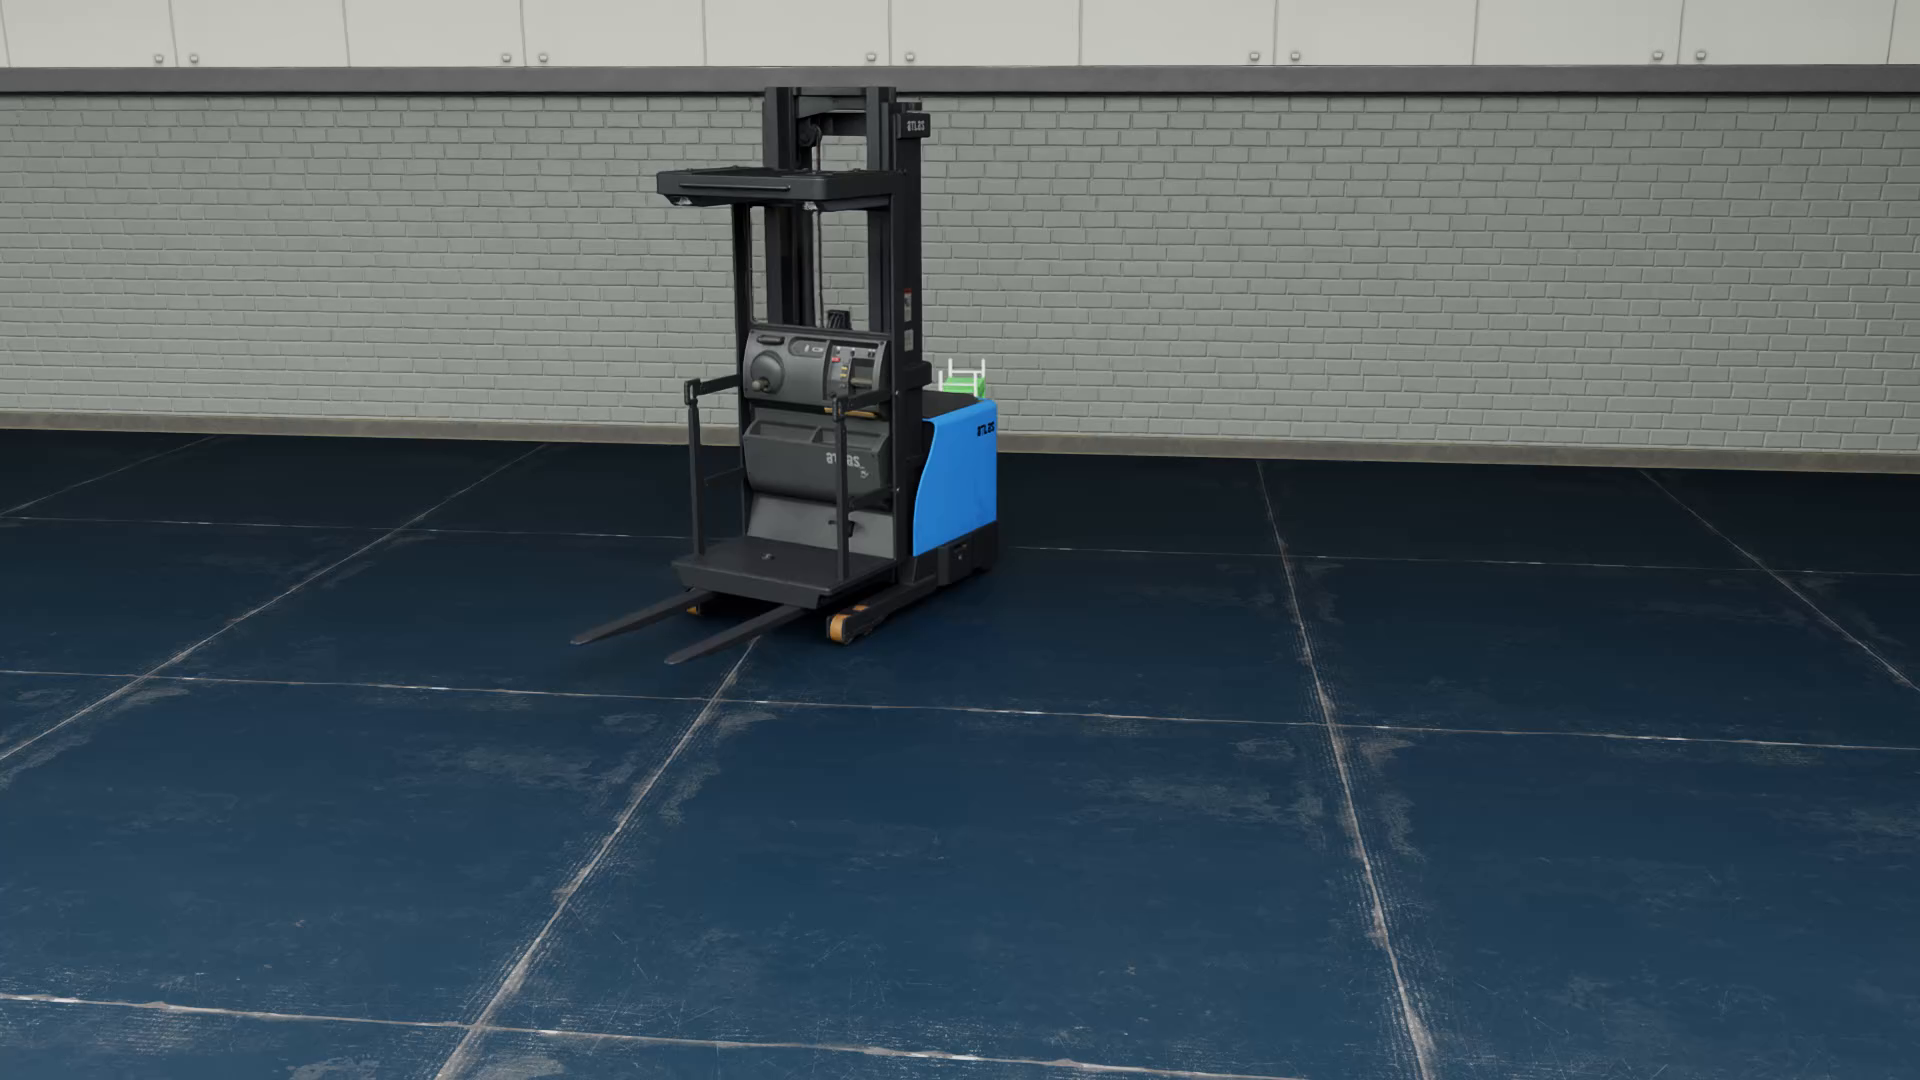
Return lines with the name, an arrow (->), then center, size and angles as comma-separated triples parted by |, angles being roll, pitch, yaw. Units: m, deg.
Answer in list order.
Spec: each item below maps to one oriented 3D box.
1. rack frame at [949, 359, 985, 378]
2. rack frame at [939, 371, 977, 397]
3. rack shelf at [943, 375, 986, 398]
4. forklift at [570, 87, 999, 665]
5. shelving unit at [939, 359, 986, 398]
rack frame -> 0.044, -0.615, 11.136 | 0.240, 1.200, 0.015 | 2, 15, 6
rack frame -> -0.013, -0.488, 10.668 | 0.240, 1.200, 0.015 | 2, 15, 6
rack shelf -> 0.016, -0.953, 10.794 | 0.258, 0.148, 0.480 | 2, 15, 6
forklift -> -0.927, -0.983, 9.182 | 1.130, 2.935, 3.031 | 9, 17, 29
shelving unit -> 0.016, -0.551, 10.902 | 0.258, 1.200, 0.503 | 2, 15, 6
